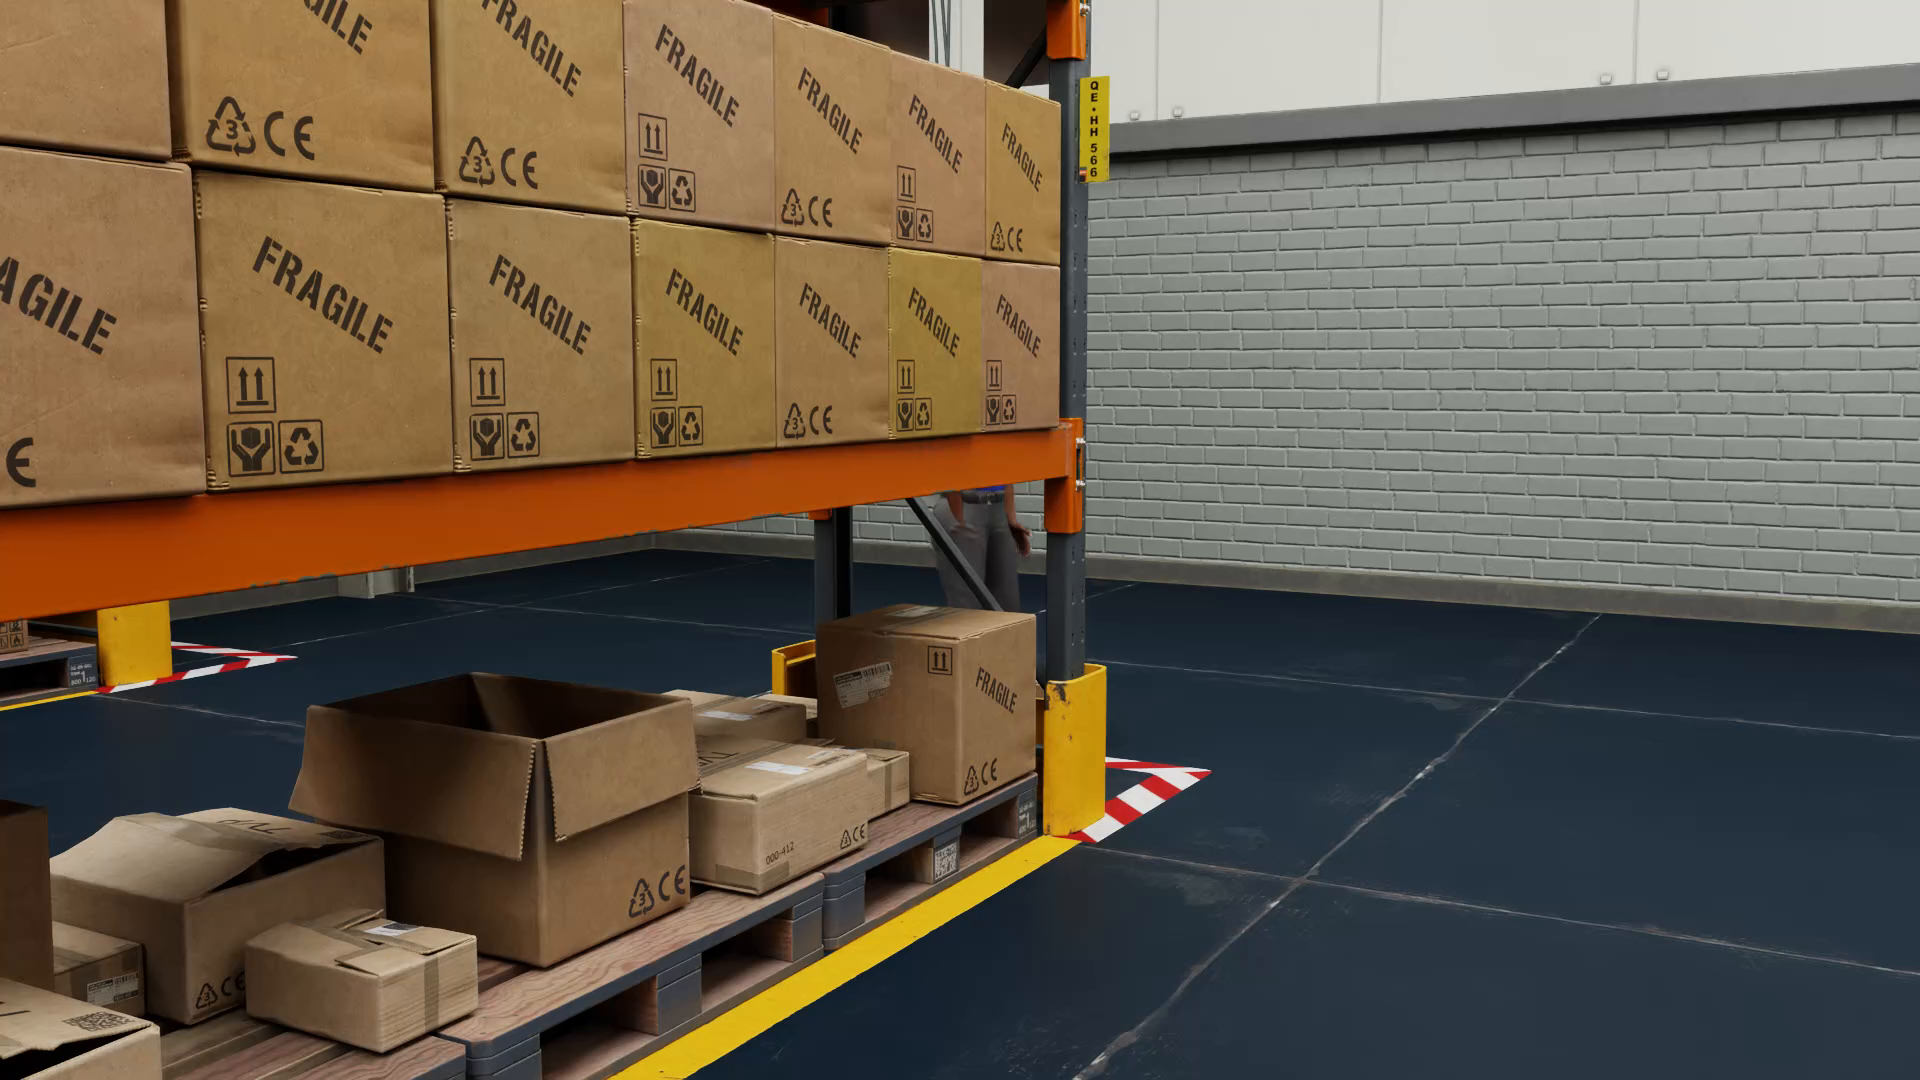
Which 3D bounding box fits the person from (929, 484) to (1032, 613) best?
[{"bbox_3d":[0.077,-0.044,6.974,0.330,1.637,0.446,4,7,35],"label":"person"}]
